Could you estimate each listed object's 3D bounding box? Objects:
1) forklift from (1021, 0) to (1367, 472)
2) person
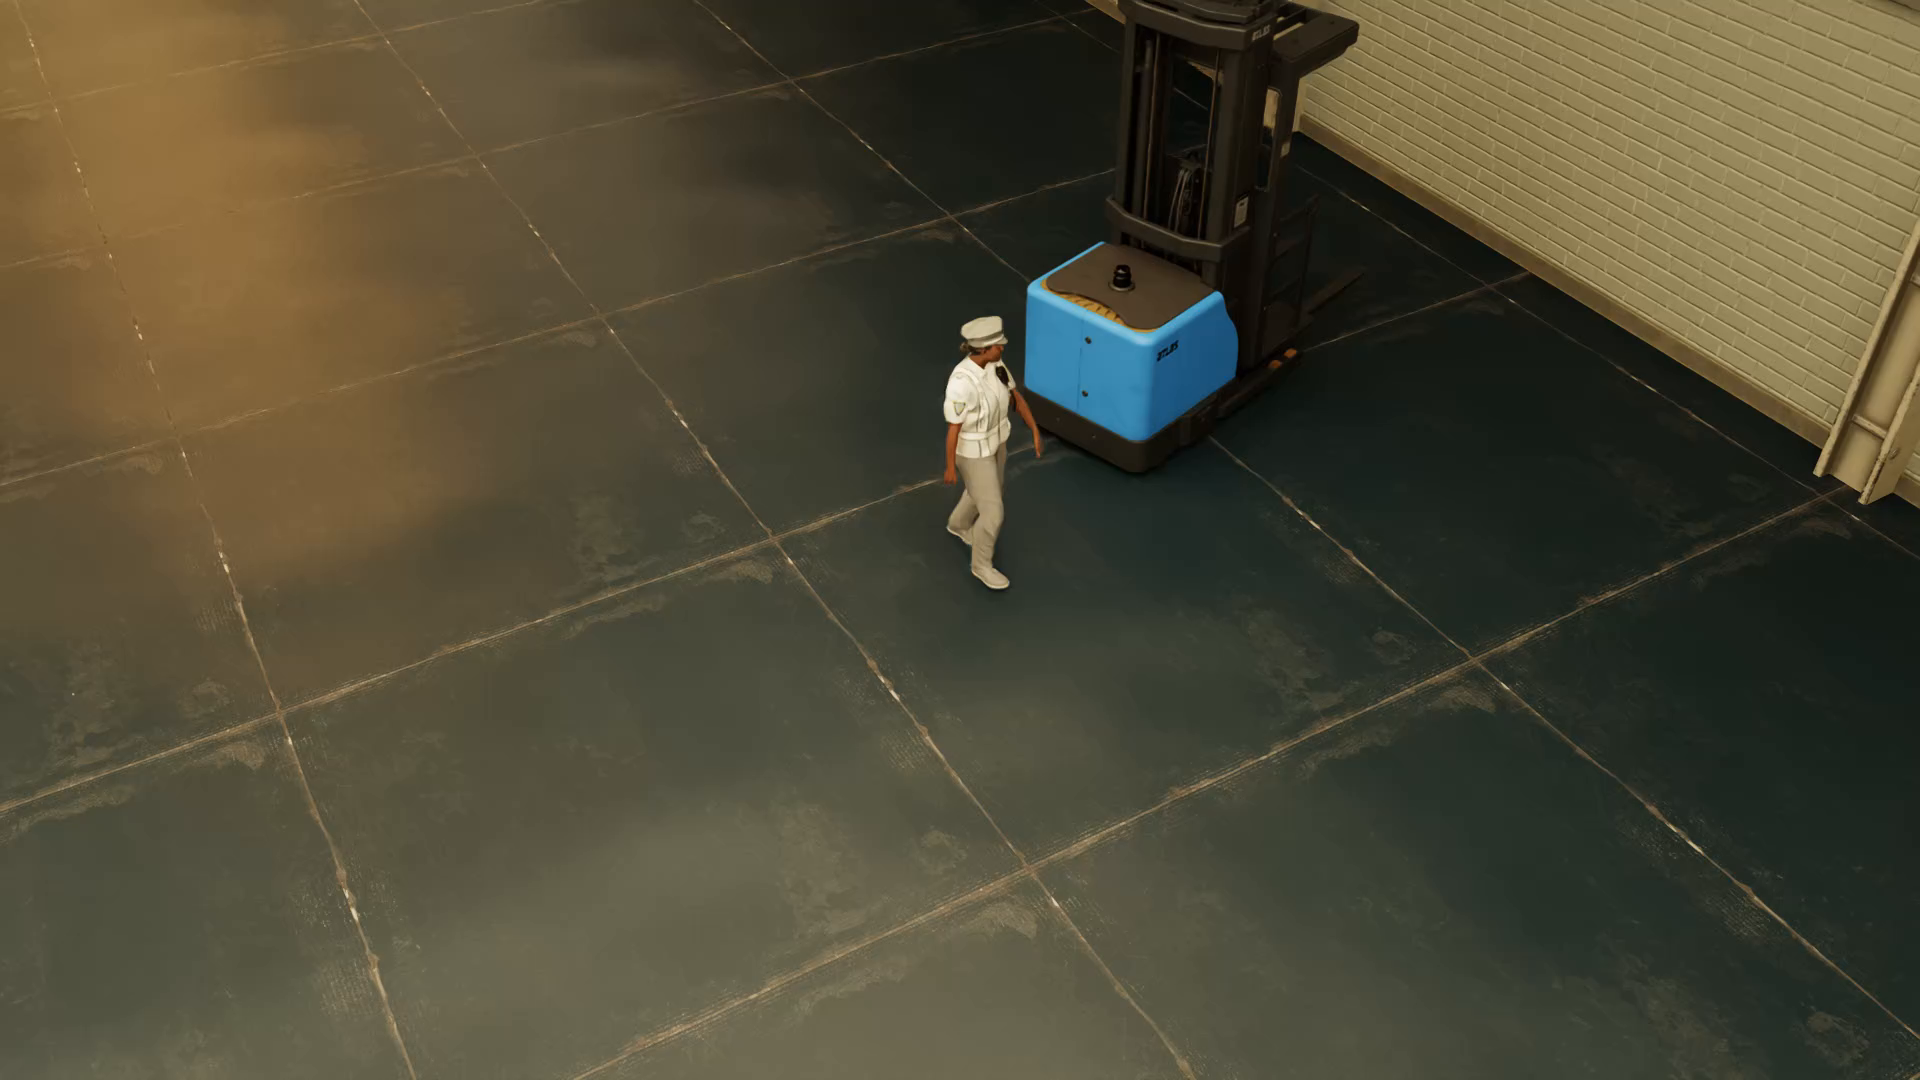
[{"bbox_3d":[1.778,-2.420,10.953,1.130,2.935,3.031,30,48,31],"label":"forklift"},{"bbox_3d":[0.138,-0.534,9.714,0.605,1.623,0.568,19,43,22],"label":"person"}]
